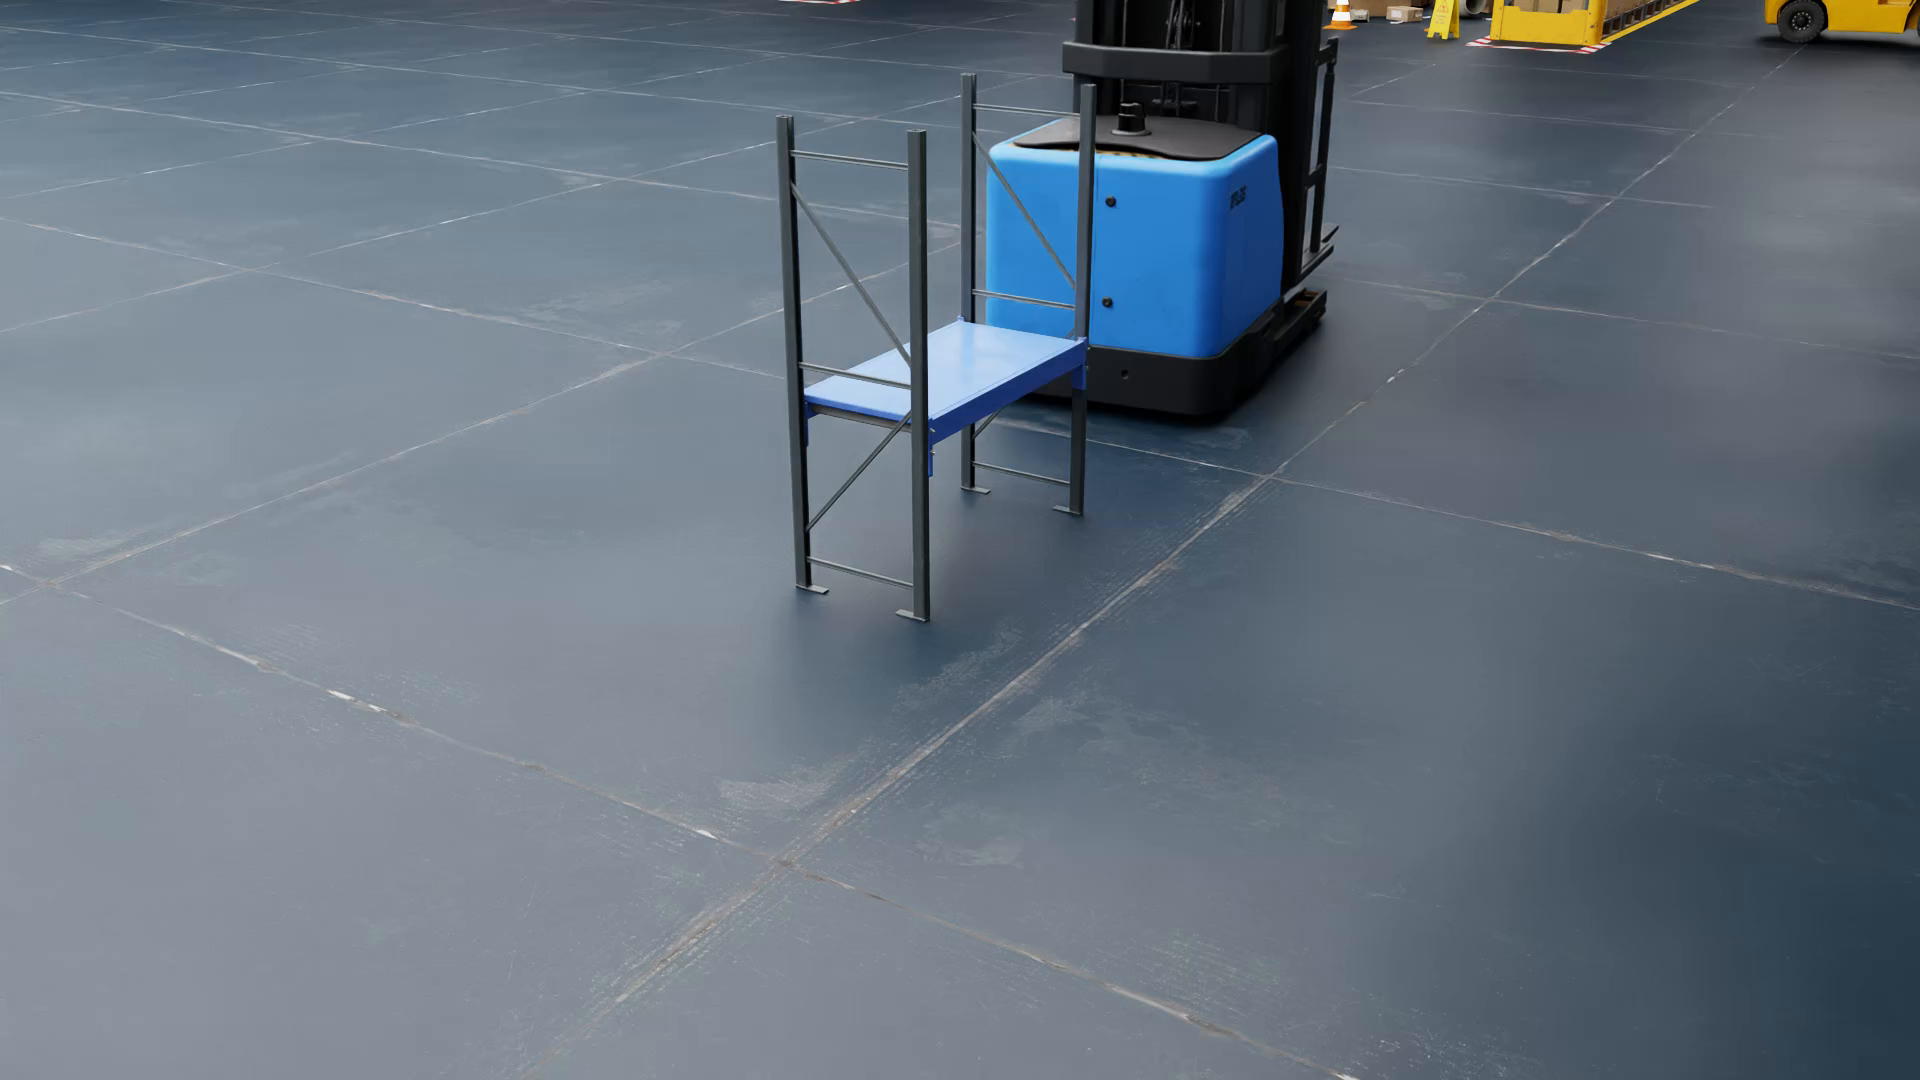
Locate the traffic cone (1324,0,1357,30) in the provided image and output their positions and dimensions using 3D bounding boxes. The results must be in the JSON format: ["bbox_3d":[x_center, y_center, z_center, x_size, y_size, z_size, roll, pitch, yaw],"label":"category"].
[{"bbox_3d":[4.557,-6.345,19.825,0.336,0.463,0.334,14,27,29],"label":"traffic cone"}]

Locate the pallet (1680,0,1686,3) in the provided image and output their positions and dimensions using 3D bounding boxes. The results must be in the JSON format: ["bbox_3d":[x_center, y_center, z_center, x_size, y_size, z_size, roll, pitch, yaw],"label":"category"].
[{"bbox_3d":[9.710,-7.723,23.325,1.003,0.211,1.213,14,27,29],"label":"pallet"}]

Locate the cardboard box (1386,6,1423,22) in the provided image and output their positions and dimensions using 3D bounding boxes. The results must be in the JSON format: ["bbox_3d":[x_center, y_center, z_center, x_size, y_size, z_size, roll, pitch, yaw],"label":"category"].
[{"bbox_3d":[5.523,-6.533,20.655,0.250,0.149,0.380,-12,26,-26],"label":"cardboard box"}]

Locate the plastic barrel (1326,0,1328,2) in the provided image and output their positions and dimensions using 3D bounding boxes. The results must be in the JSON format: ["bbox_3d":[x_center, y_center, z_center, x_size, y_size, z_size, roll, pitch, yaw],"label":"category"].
[{"bbox_3d":[5.104,-7.443,22.410,0.421,0.421,0.512,-7,24,-17],"label":"plastic barrel"}]

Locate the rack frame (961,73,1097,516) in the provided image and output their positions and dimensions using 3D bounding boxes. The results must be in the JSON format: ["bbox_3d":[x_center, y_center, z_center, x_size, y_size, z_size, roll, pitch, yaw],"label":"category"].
[{"bbox_3d":[0.223,-0.831,5.782,0.500,1.500,0.032,14,27,29],"label":"rack frame"}]

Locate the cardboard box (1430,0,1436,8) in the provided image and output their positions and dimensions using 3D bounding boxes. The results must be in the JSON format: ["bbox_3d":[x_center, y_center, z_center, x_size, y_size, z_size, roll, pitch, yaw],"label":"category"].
[{"bbox_3d":[6.405,-7.247,22.155,0.258,0.266,0.396,-3,24,-7],"label":"cardboard box"}]

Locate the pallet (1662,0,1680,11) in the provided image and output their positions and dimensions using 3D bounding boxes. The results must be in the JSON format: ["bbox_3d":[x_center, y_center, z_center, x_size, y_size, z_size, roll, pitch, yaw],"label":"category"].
[{"bbox_3d":[9.068,-7.310,22.370,1.003,0.211,1.213,14,27,29],"label":"pallet"}]

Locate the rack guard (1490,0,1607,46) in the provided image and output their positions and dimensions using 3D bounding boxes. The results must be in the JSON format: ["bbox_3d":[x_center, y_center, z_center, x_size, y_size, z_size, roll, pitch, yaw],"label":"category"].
[{"bbox_3d":[6.588,-5.855,18.645,1.175,0.500,0.348,14,27,29],"label":"rack guard"}]

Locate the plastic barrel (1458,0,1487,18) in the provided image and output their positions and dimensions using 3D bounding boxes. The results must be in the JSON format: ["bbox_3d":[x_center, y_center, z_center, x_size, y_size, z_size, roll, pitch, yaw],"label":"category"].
[{"bbox_3d":[6.352,-6.808,20.944,0.421,0.421,0.512,-7,24,-17],"label":"plastic barrel"}]

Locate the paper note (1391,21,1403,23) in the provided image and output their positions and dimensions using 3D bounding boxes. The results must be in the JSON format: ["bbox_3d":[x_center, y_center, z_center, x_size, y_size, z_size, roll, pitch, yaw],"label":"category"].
[{"bbox_3d":[5.356,-6.350,20.380,0.148,0.019,0.142,5,24,11],"label":"paper note"}]

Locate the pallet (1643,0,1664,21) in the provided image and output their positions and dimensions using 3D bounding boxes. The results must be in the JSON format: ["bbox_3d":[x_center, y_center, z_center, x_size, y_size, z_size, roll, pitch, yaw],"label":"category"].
[{"bbox_3d":[8.334,-6.813,21.221,1.003,0.211,1.213,14,27,29],"label":"pallet"}]

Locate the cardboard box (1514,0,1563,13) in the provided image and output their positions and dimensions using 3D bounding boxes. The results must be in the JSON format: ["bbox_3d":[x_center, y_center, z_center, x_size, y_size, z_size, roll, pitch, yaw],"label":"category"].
[{"bbox_3d":[6.759,-6.245,19.331,0.500,0.250,0.500,14,27,29],"label":"cardboard box"}]

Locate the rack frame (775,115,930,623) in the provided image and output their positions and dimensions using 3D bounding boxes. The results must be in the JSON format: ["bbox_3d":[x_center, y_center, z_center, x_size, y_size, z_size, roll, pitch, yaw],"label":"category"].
[{"bbox_3d":[-0.313,-0.488,4.989,0.500,1.500,0.032,14,27,29],"label":"rack frame"}]

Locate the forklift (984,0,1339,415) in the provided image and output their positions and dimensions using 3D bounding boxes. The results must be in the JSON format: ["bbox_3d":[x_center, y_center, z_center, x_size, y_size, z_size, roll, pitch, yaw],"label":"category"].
[{"bbox_3d":[1.165,-2.403,7.610,1.130,2.935,3.031,10,25,22],"label":"forklift"}]

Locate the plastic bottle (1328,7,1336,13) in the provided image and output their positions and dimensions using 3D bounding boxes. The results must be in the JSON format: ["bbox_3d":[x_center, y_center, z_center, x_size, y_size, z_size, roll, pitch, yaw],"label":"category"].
[{"bbox_3d":[4.839,-6.860,21.519,0.133,0.061,0.283,5,24,11],"label":"plastic bottle"}]

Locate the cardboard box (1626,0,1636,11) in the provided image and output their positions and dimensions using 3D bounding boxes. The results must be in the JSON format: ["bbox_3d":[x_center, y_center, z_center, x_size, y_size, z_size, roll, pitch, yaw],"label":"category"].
[{"bbox_3d":[7.762,-6.479,19.873,0.500,0.250,0.500,16,28,32],"label":"cardboard box"}]

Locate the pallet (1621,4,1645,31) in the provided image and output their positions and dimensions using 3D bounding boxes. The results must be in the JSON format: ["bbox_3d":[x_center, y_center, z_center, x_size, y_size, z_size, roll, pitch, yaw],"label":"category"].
[{"bbox_3d":[7.691,-6.399,20.266,1.003,0.211,1.213,14,27,29],"label":"pallet"}]

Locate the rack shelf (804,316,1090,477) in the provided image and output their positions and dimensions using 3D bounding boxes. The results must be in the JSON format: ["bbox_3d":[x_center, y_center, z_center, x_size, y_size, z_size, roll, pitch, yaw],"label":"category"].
[{"bbox_3d":[-0.045,-0.494,5.457,0.538,0.185,1.000,14,27,29],"label":"rack shelf"}]

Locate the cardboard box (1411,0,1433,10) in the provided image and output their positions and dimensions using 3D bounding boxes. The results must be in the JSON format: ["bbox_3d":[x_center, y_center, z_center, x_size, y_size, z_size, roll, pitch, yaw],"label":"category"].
[{"bbox_3d":[5.810,-7.334,21.886,0.797,0.637,0.503,14,27,29],"label":"cardboard box"}]

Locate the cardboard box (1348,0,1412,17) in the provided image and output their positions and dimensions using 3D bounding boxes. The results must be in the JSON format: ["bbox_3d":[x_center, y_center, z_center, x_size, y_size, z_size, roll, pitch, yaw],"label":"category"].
[{"bbox_3d":[5.324,-6.954,21.180,0.797,0.503,0.637,-3,24,-7],"label":"cardboard box"}]

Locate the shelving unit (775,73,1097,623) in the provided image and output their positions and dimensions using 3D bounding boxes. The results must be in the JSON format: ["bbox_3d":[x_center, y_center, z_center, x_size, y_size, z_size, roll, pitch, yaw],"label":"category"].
[{"bbox_3d":[-0.045,-0.659,5.386,0.538,1.500,1.048,14,27,29],"label":"shelving unit"}]

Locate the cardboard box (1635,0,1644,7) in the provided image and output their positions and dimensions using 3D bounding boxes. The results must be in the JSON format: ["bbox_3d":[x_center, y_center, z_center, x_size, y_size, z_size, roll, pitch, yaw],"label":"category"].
[{"bbox_3d":[8.030,-6.649,20.266,0.500,0.250,0.500,14,27,30],"label":"cardboard box"}]

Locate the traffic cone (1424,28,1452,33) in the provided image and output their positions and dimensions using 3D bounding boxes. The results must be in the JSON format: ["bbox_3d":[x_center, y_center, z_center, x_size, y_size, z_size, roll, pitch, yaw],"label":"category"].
[{"bbox_3d":[5.679,-6.228,19.553,0.336,0.463,0.334,14,27,29],"label":"traffic cone"}]

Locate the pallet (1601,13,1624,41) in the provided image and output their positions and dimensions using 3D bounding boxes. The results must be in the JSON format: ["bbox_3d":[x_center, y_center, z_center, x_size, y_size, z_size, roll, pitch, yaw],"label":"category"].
[{"bbox_3d":[7.047,-5.989,19.319,1.003,0.211,1.213,14,27,29],"label":"pallet"}]

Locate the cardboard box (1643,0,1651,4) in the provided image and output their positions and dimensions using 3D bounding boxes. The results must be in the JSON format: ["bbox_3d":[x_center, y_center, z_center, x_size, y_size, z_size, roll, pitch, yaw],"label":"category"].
[{"bbox_3d":[8.302,-6.820,20.660,0.500,0.250,0.500,13,27,28],"label":"cardboard box"}]

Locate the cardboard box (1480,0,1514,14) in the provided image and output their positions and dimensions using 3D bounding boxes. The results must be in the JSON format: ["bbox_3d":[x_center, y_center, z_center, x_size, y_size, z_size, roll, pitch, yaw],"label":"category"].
[{"bbox_3d":[6.937,-7.104,21.527,0.500,0.500,0.500,-7,24,-17],"label":"cardboard box"}]

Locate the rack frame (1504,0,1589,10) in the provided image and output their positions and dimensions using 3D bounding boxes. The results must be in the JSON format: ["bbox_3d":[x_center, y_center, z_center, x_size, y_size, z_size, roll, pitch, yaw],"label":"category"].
[{"bbox_3d":[6.548,-6.976,18.089,1.000,3.000,0.127,14,27,29],"label":"rack frame"}]

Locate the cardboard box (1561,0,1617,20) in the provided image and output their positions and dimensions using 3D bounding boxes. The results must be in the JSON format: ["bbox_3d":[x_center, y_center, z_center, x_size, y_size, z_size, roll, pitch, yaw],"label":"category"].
[{"bbox_3d":[7.209,-6.122,19.047,0.500,0.250,0.500,14,27,29],"label":"cardboard box"}]

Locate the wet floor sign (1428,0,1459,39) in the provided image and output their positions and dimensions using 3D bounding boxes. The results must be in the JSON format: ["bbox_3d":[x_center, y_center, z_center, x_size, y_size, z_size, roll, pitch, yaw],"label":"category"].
[{"bbox_3d":[5.539,-6.056,18.927,0.232,0.644,0.267,-17,29,-35],"label":"wet floor sign"}]

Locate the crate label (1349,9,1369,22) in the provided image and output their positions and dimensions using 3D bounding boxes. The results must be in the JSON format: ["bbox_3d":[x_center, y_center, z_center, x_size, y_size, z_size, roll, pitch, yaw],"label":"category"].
[{"bbox_3d":[4.919,-6.474,20.533,0.250,0.136,0.298,1,23,2],"label":"crate label"}]

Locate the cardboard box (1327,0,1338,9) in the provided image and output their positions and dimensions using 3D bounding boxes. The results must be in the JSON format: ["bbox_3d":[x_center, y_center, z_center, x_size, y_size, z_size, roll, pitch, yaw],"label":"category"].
[{"bbox_3d":[5.058,-7.109,21.837,0.396,0.266,0.258,20,30,38],"label":"cardboard box"}]

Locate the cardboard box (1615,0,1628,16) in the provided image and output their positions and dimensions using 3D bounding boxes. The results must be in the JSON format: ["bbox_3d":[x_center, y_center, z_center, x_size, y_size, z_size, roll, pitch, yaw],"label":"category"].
[{"bbox_3d":[7.484,-6.292,19.442,0.500,0.250,0.500,15,28,31],"label":"cardboard box"}]

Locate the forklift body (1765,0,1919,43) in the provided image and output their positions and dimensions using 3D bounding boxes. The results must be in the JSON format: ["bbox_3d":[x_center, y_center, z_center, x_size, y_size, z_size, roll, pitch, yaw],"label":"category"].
[{"bbox_3d":[10.218,-6.570,18.220,2.313,2.155,1.214,14,27,29],"label":"forklift body"}]
